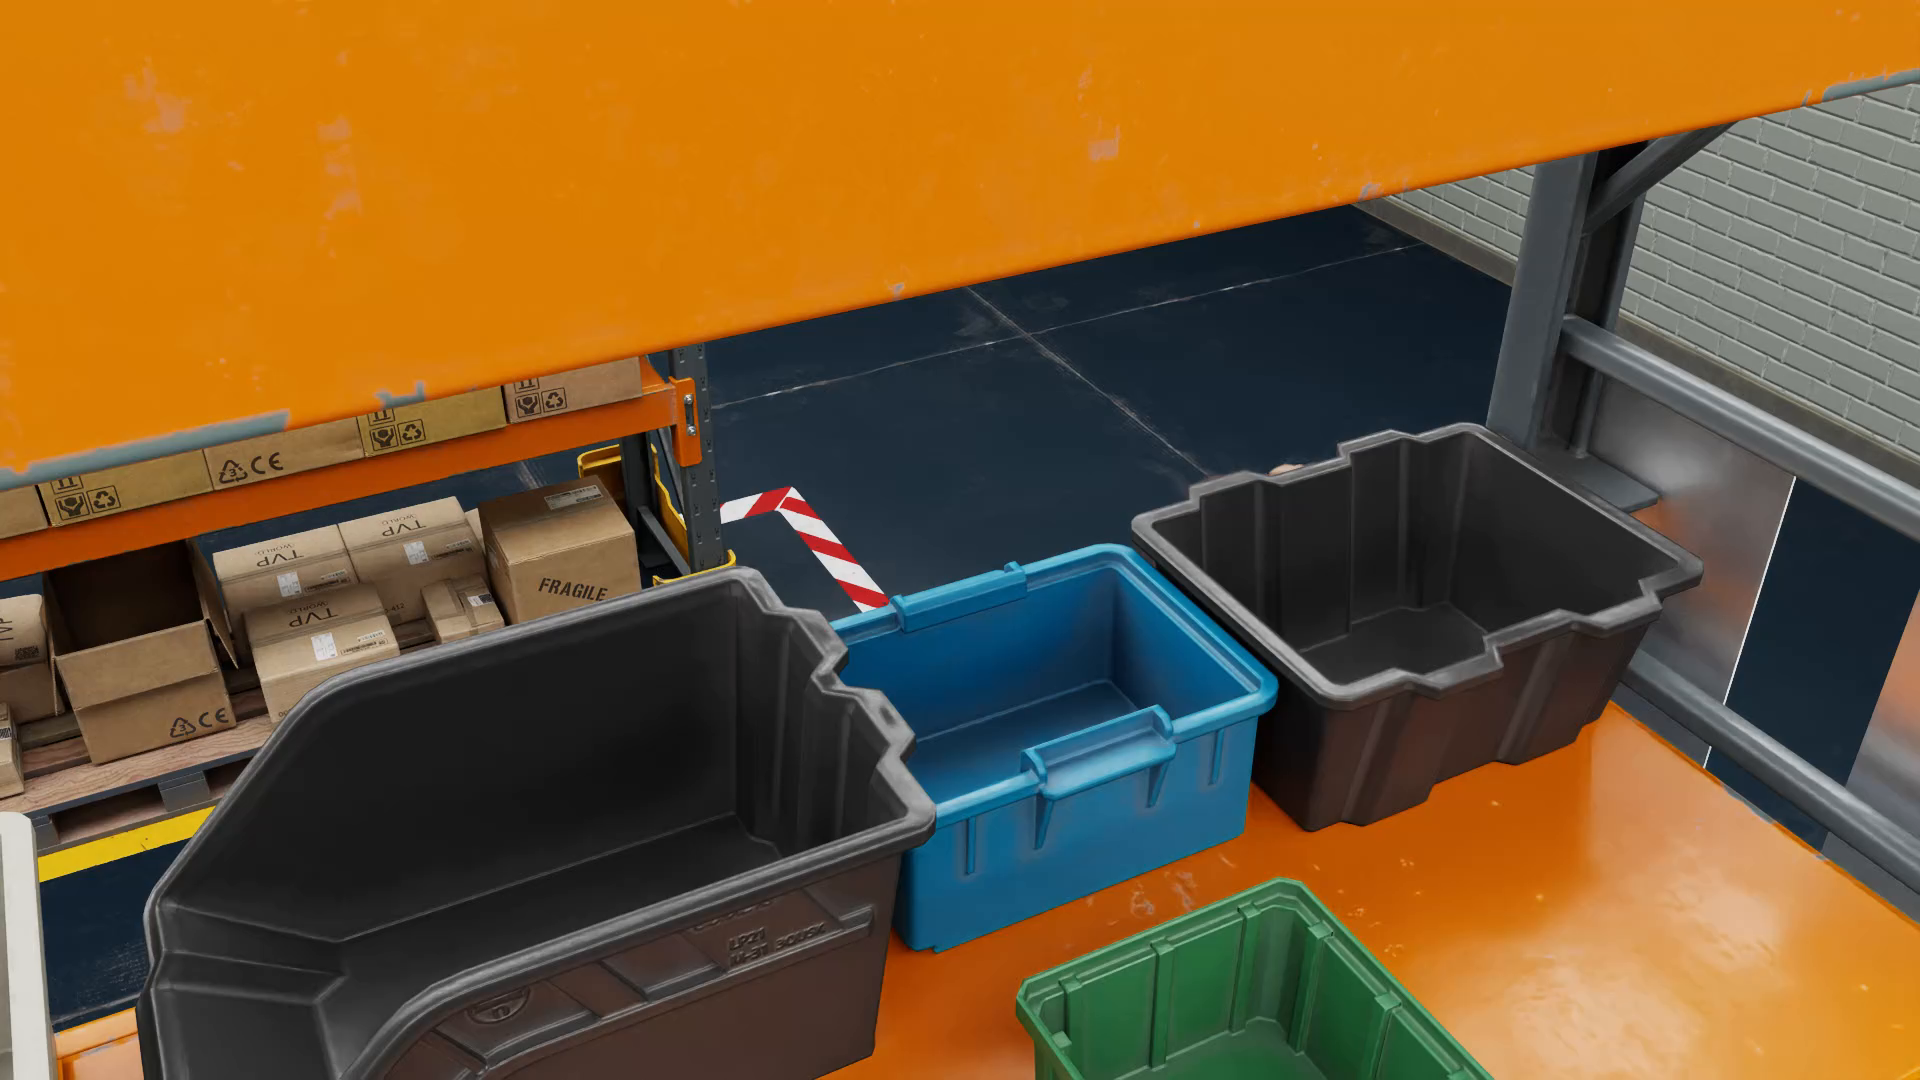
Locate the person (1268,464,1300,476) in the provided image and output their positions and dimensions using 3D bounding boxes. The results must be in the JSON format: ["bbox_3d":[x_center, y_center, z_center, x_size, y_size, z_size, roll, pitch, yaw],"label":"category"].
[{"bbox_3d":[1.098,0.226,6.543,0.895,0.982,0.600,-16,36,-23],"label":"person"}]
